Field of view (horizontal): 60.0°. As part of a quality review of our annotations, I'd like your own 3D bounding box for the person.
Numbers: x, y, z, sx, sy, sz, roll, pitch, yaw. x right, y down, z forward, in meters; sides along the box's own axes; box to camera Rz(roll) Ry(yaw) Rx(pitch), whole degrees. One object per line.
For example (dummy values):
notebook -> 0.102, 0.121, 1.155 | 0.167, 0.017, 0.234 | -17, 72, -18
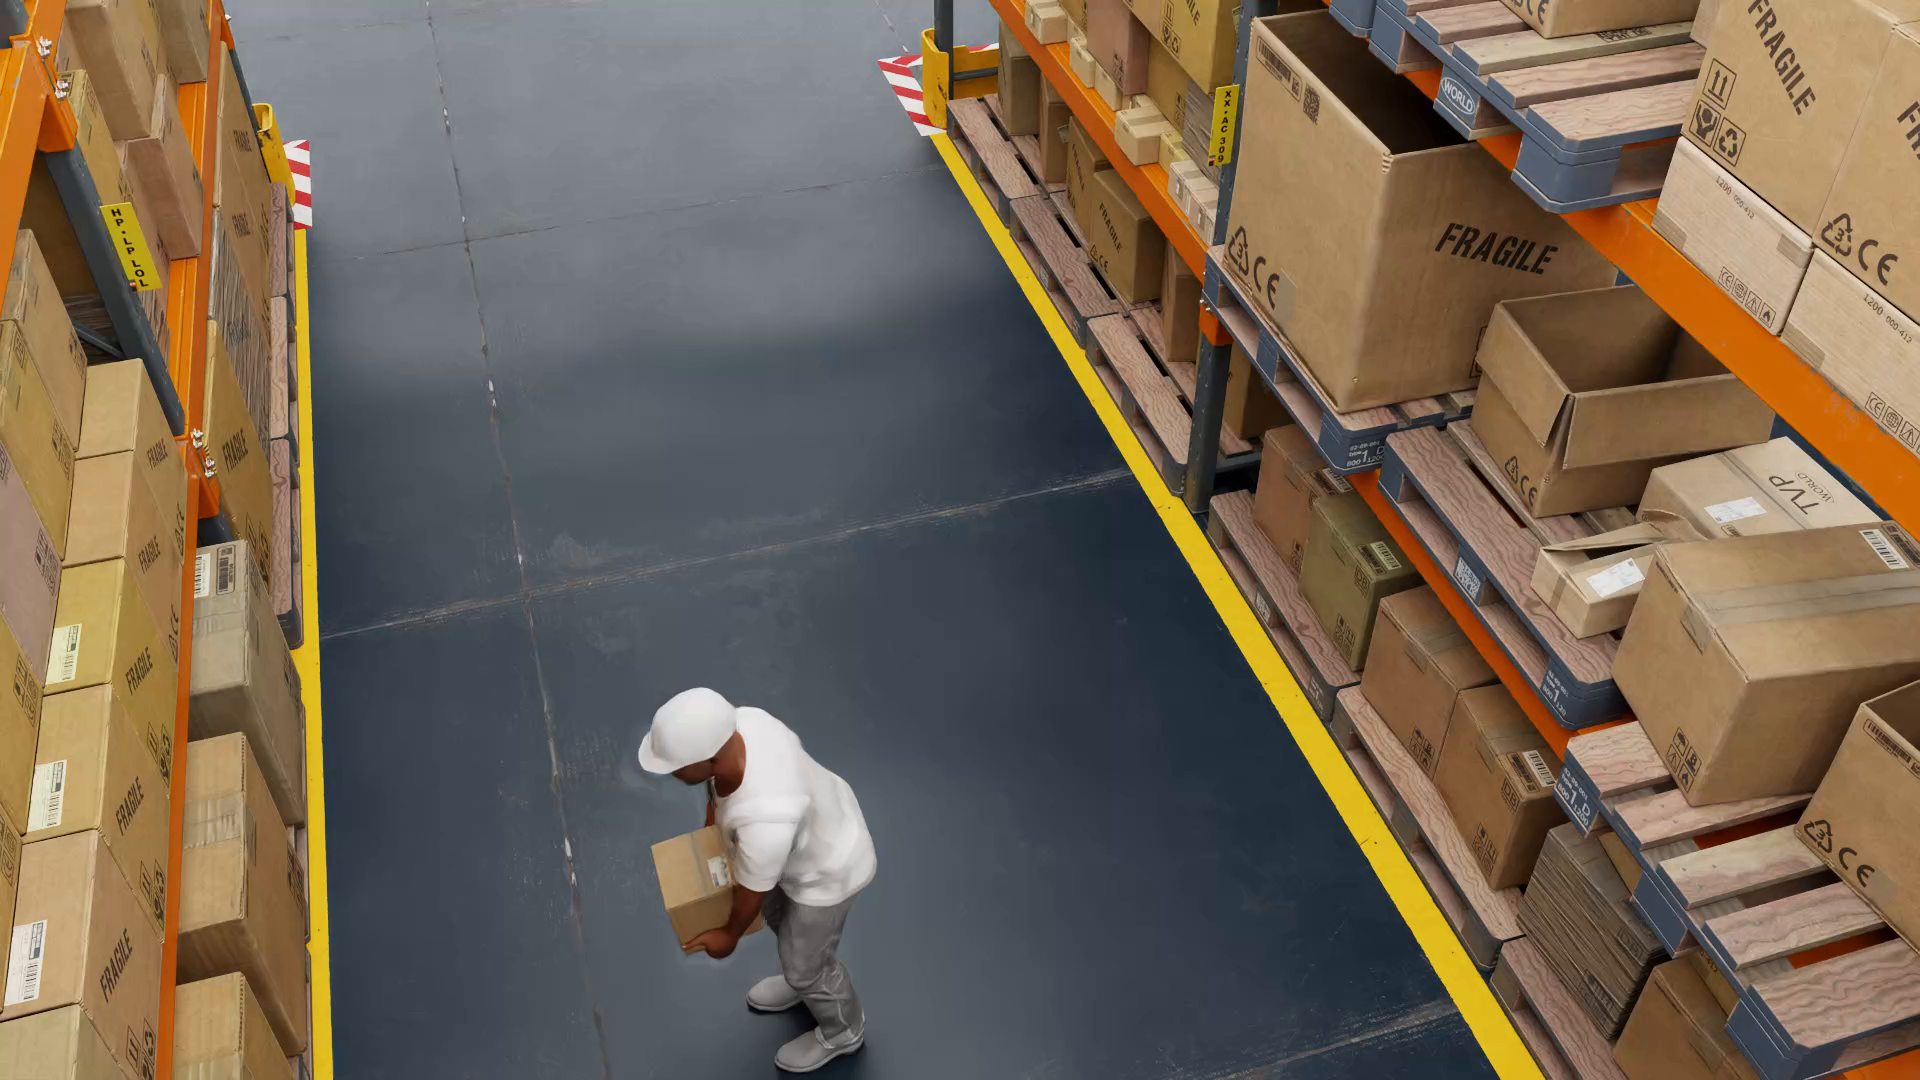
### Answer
person -> -0.583, 1.023, 5.059 | 0.624, 1.693, 0.488 | -13, 43, -14
